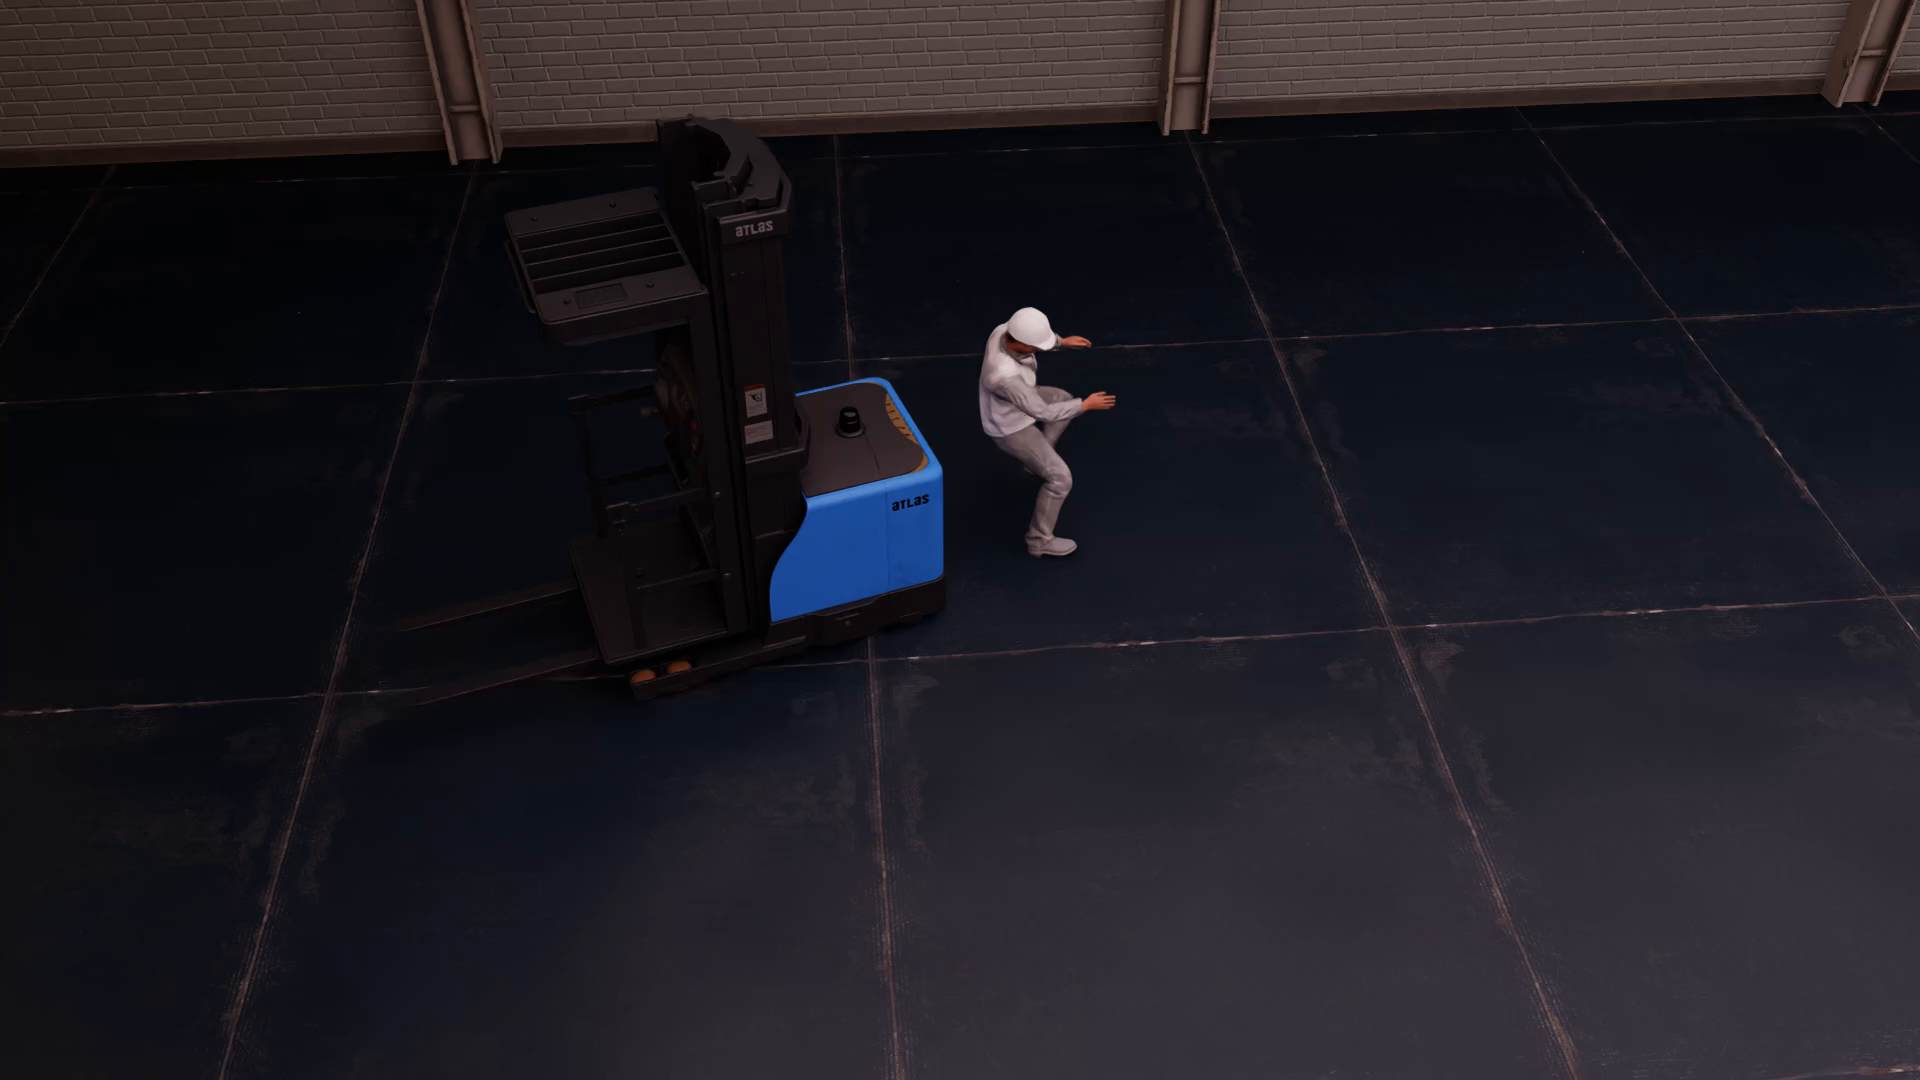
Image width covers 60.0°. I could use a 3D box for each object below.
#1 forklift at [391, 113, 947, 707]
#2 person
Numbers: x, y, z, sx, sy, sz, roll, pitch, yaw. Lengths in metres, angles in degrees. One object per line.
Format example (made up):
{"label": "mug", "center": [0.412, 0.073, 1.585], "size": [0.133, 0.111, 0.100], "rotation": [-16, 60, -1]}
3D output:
{"label": "forklift", "center": [-1.649, -0.624, 8.668], "size": [3.031, 2.935, 1.130], "rotation": [-14, 43, -16]}
{"label": "person", "center": [0.509, -0.766, 9.911], "size": [0.804, 1.536, 0.893], "rotation": [3, 41, 3]}
